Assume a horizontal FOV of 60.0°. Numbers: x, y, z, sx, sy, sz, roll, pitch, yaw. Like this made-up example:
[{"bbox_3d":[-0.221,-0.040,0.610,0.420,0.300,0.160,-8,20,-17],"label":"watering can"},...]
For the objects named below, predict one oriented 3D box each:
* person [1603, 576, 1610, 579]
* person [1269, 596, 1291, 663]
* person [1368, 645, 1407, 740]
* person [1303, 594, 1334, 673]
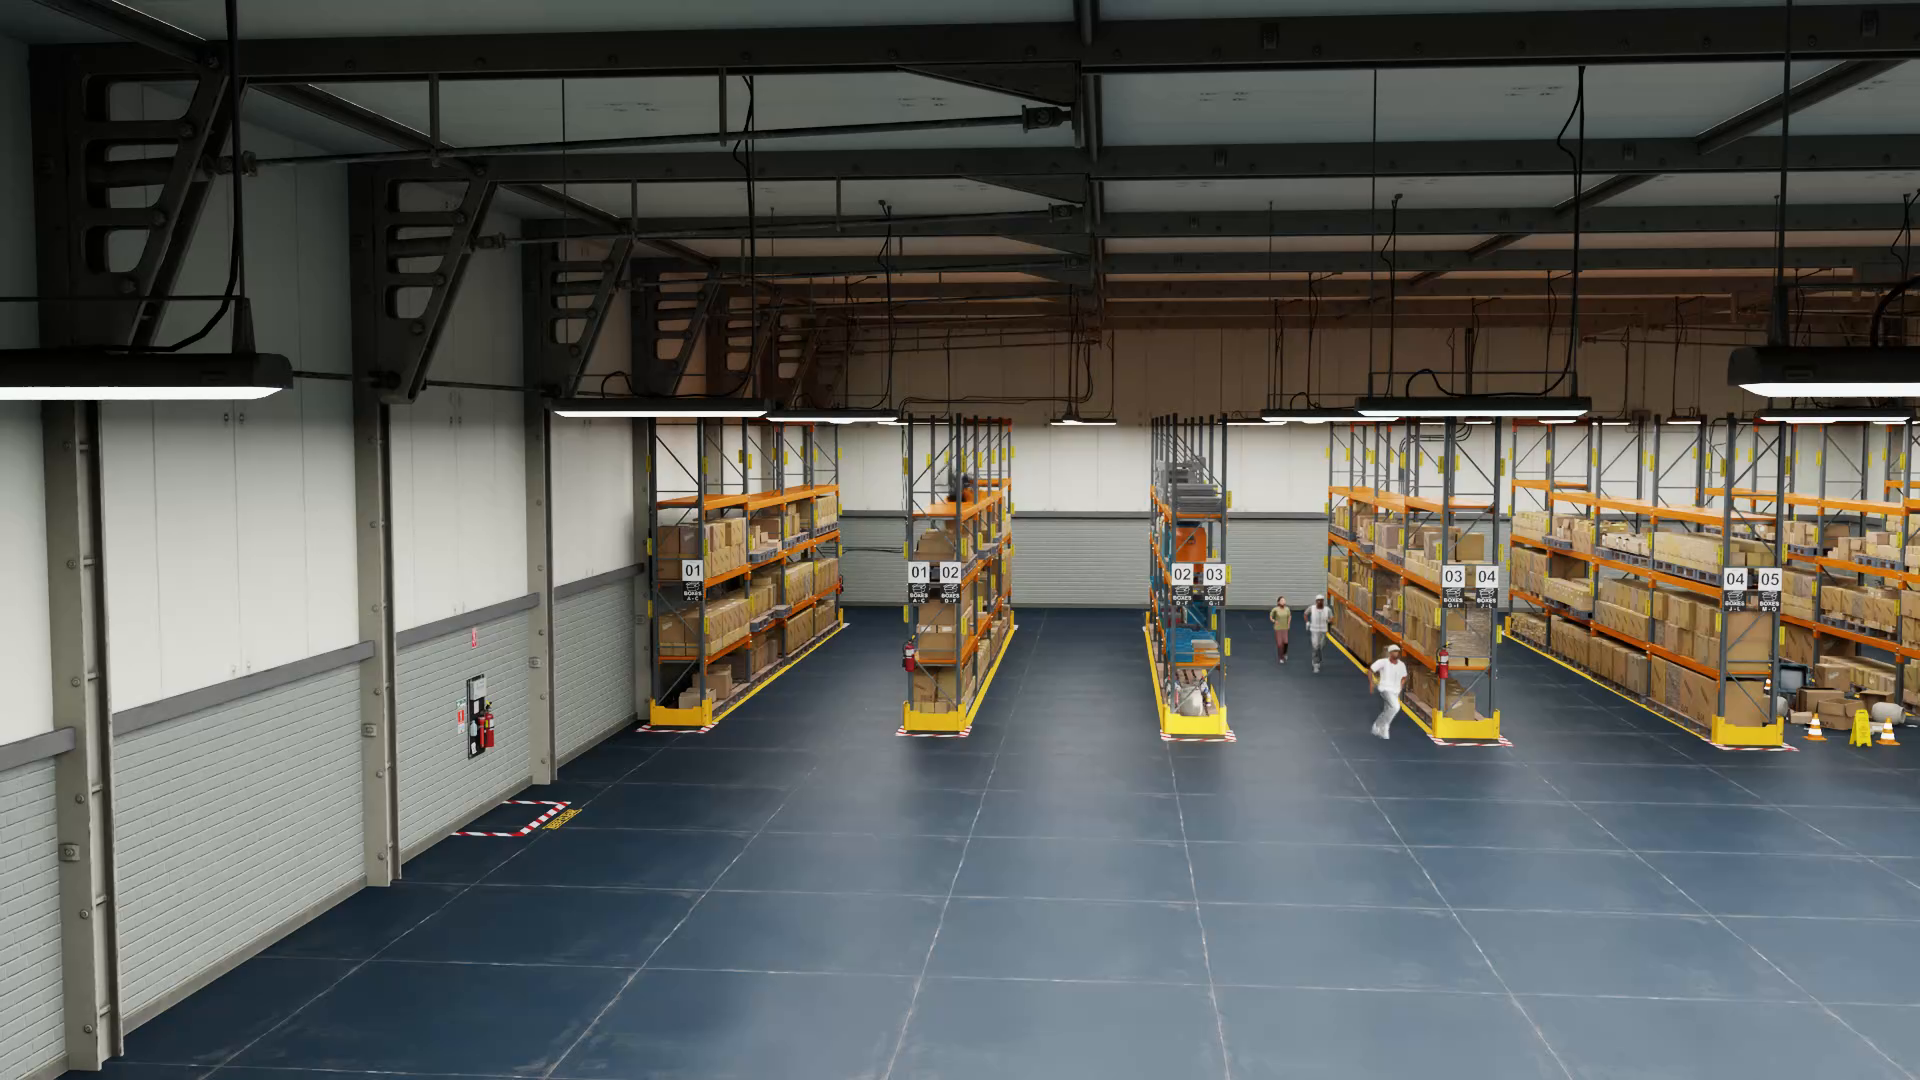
[{"bbox_3d":[17.368,1.852,44.698,0.708,1.790,0.731,0,4,1],"label":"person"},{"bbox_3d":[7.801,2.185,40.402,0.564,1.636,0.547,0,4,-1],"label":"person"},{"bbox_3d":[7.937,2.785,30.627,0.698,1.717,0.707,-2,4,-25],"label":"person"},{"bbox_3d":[8.468,2.197,39.206,0.661,1.848,0.807,0,4,0],"label":"person"}]
